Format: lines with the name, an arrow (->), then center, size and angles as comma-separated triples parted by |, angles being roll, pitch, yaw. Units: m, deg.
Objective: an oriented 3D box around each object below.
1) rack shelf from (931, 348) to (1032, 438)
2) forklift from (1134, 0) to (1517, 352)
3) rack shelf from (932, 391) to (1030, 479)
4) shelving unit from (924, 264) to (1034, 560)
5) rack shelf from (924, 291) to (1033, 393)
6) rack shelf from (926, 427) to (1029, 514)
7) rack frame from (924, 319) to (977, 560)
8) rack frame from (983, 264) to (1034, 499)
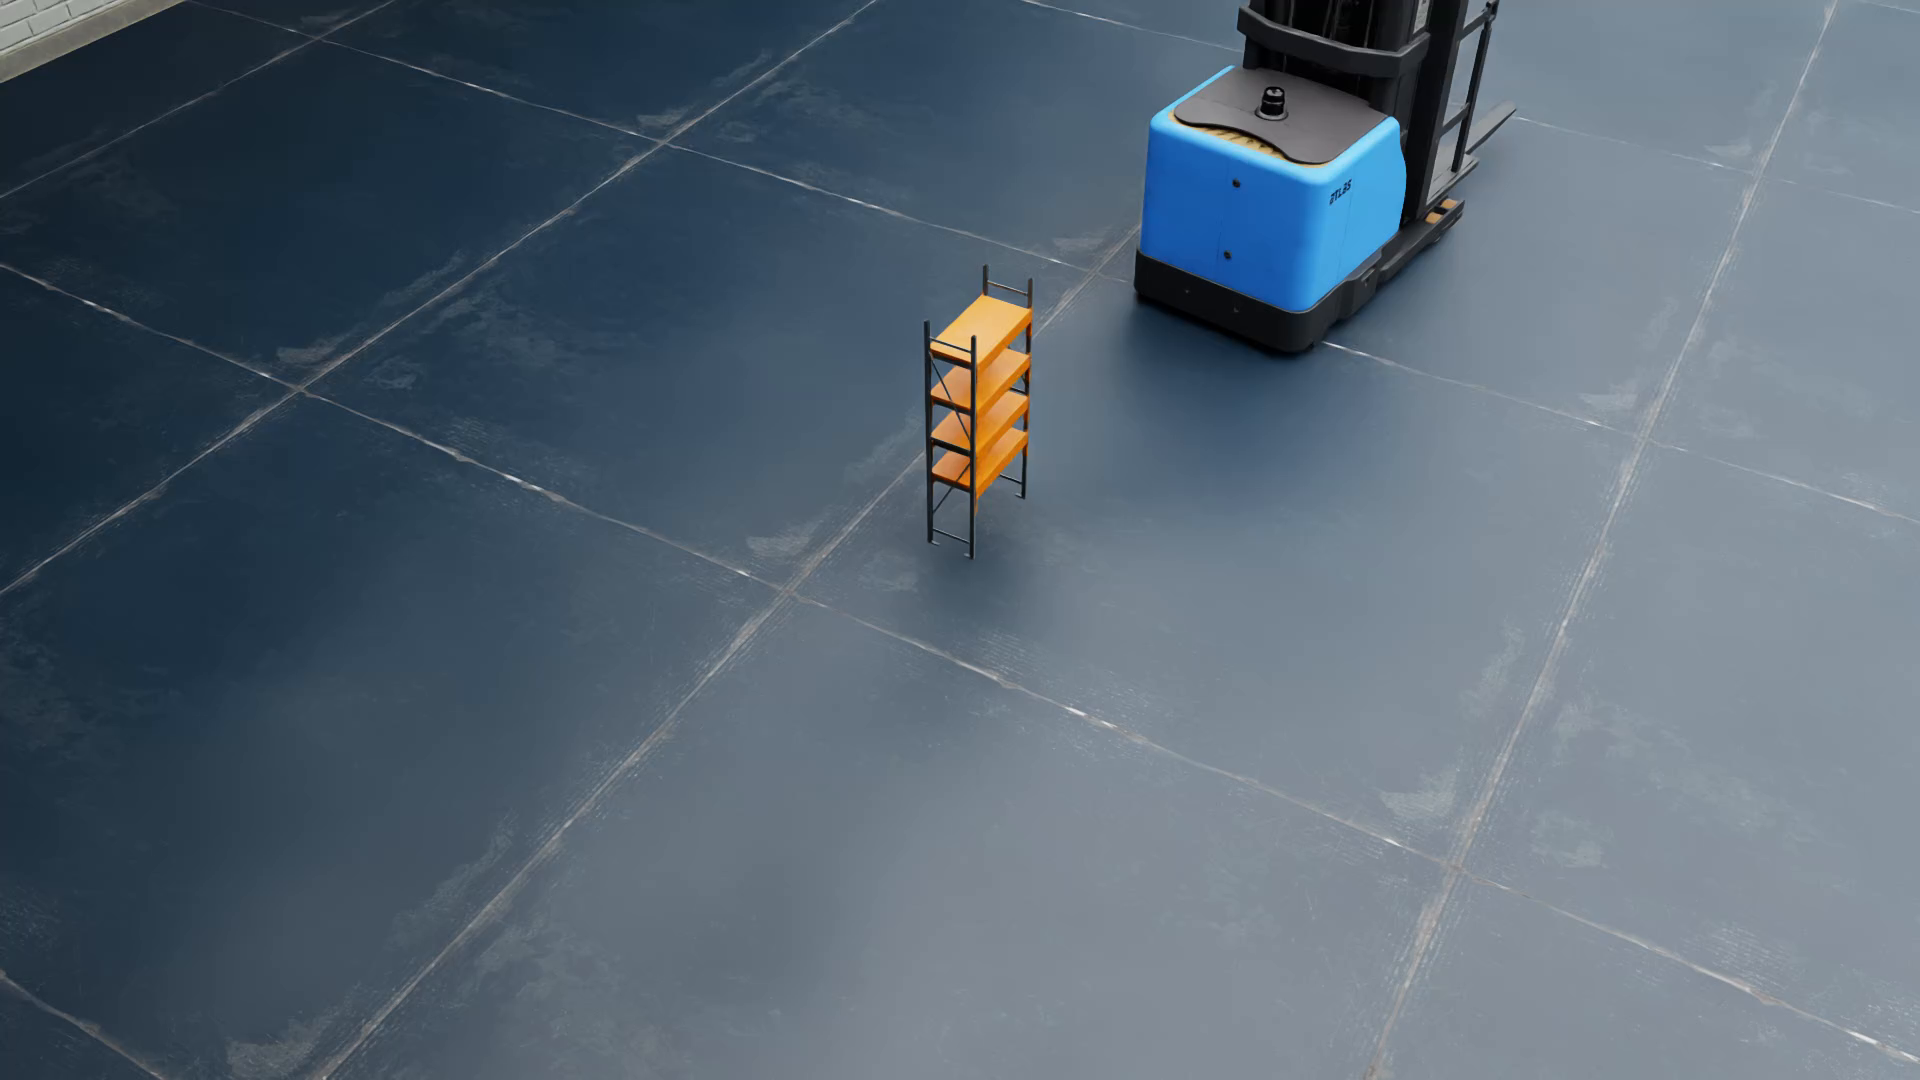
rack shelf -> 0.083, -0.662, 7.173 | 0.258, 0.148, 0.480 | 21, 45, 22
forklift -> 2.250, -2.983, 8.735 | 1.130, 2.935, 3.031 | 28, 48, 28
rack shelf -> 0.083, -0.495, 7.321 | 0.258, 0.148, 0.480 | 21, 45, 22
shelving unit -> 0.083, -0.545, 7.277 | 0.258, 1.200, 0.503 | 21, 45, 22
rack shelf -> 0.083, -0.840, 7.017 | 0.258, 0.148, 0.480 | 21, 45, 22
rack shelf -> 0.083, -0.345, 7.452 | 0.258, 0.148, 0.480 | 21, 45, 22
rack frame -> -0.039, -0.405, 7.118 | 0.240, 1.200, 0.015 | 21, 45, 22
rack frame -> 0.205, -0.685, 7.435 | 0.240, 1.200, 0.015 | 21, 45, 22
